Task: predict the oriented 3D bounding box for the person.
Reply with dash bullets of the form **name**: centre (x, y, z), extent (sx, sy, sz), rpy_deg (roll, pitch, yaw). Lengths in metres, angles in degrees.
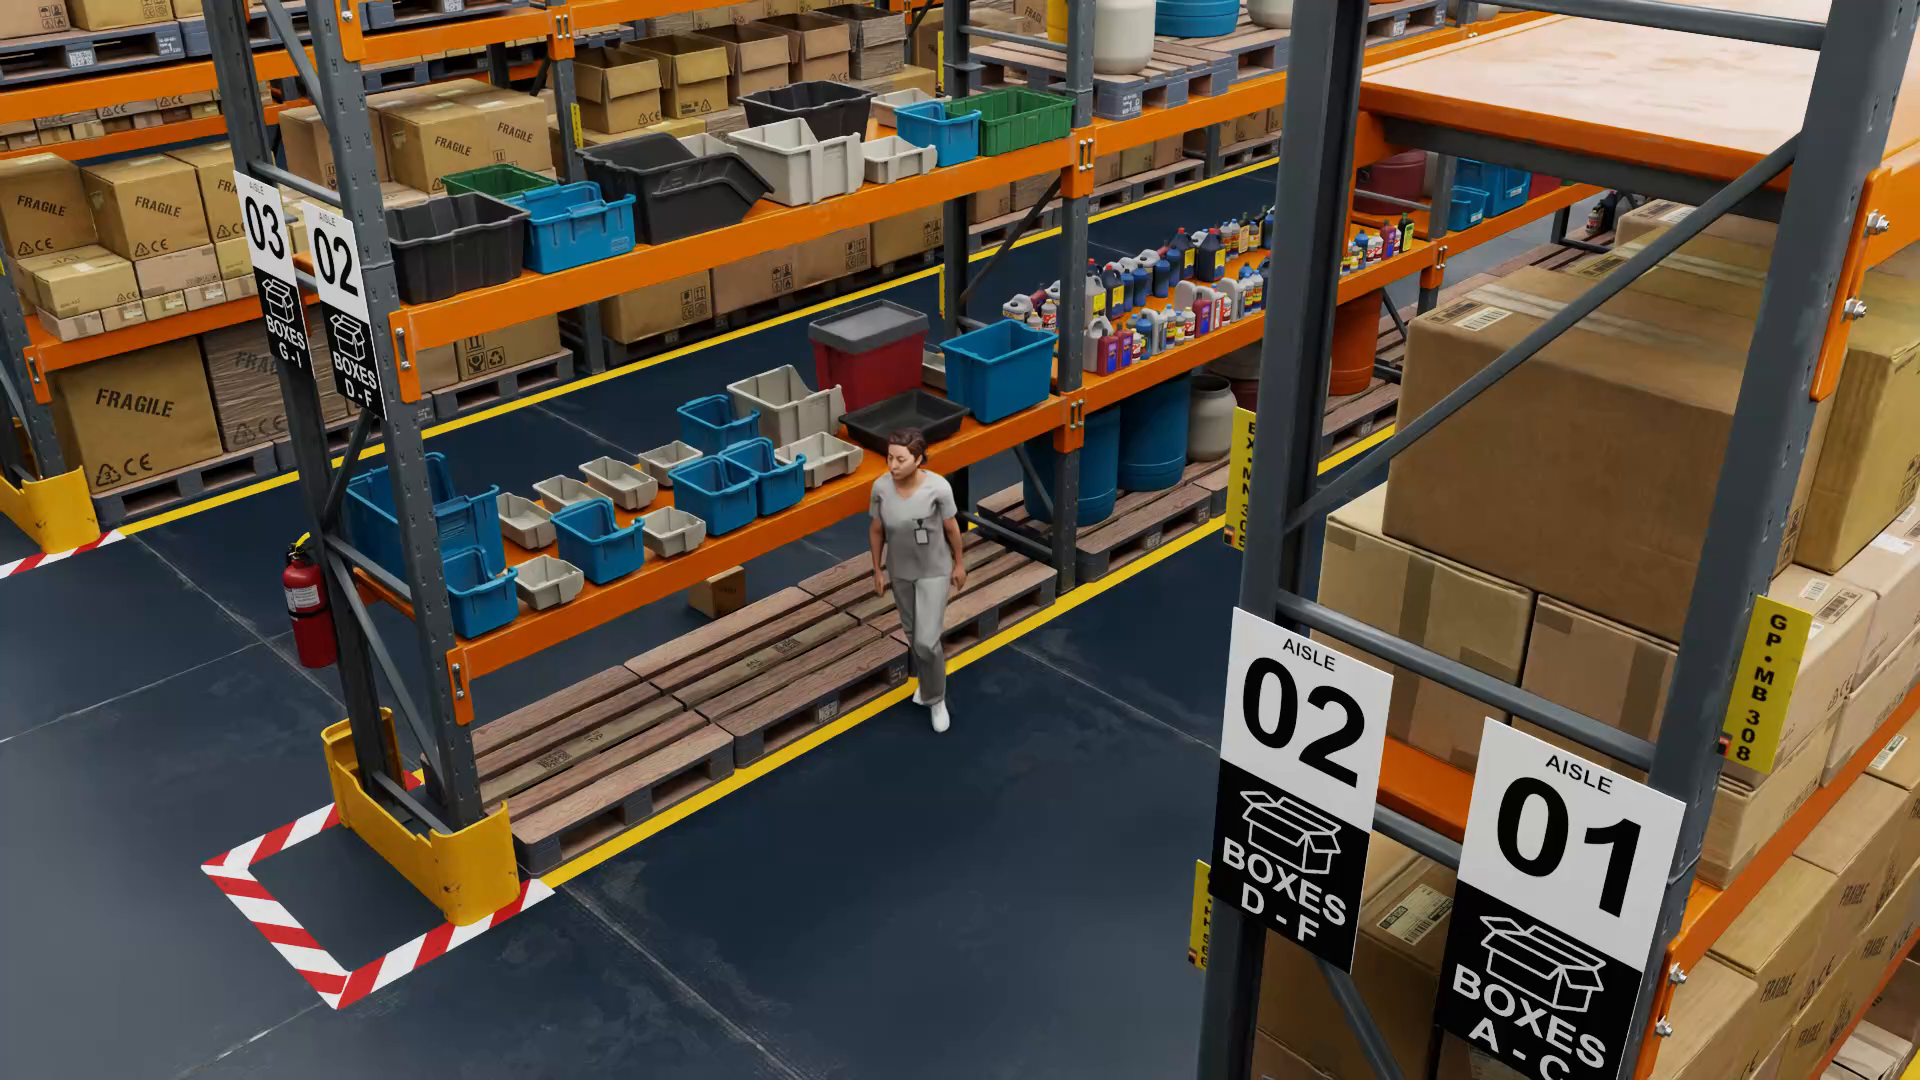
- **person**: centre (-0.224, 0.164, 8.591), extent (0.472, 1.672, 0.536), rpy_deg (10, 30, 18)
